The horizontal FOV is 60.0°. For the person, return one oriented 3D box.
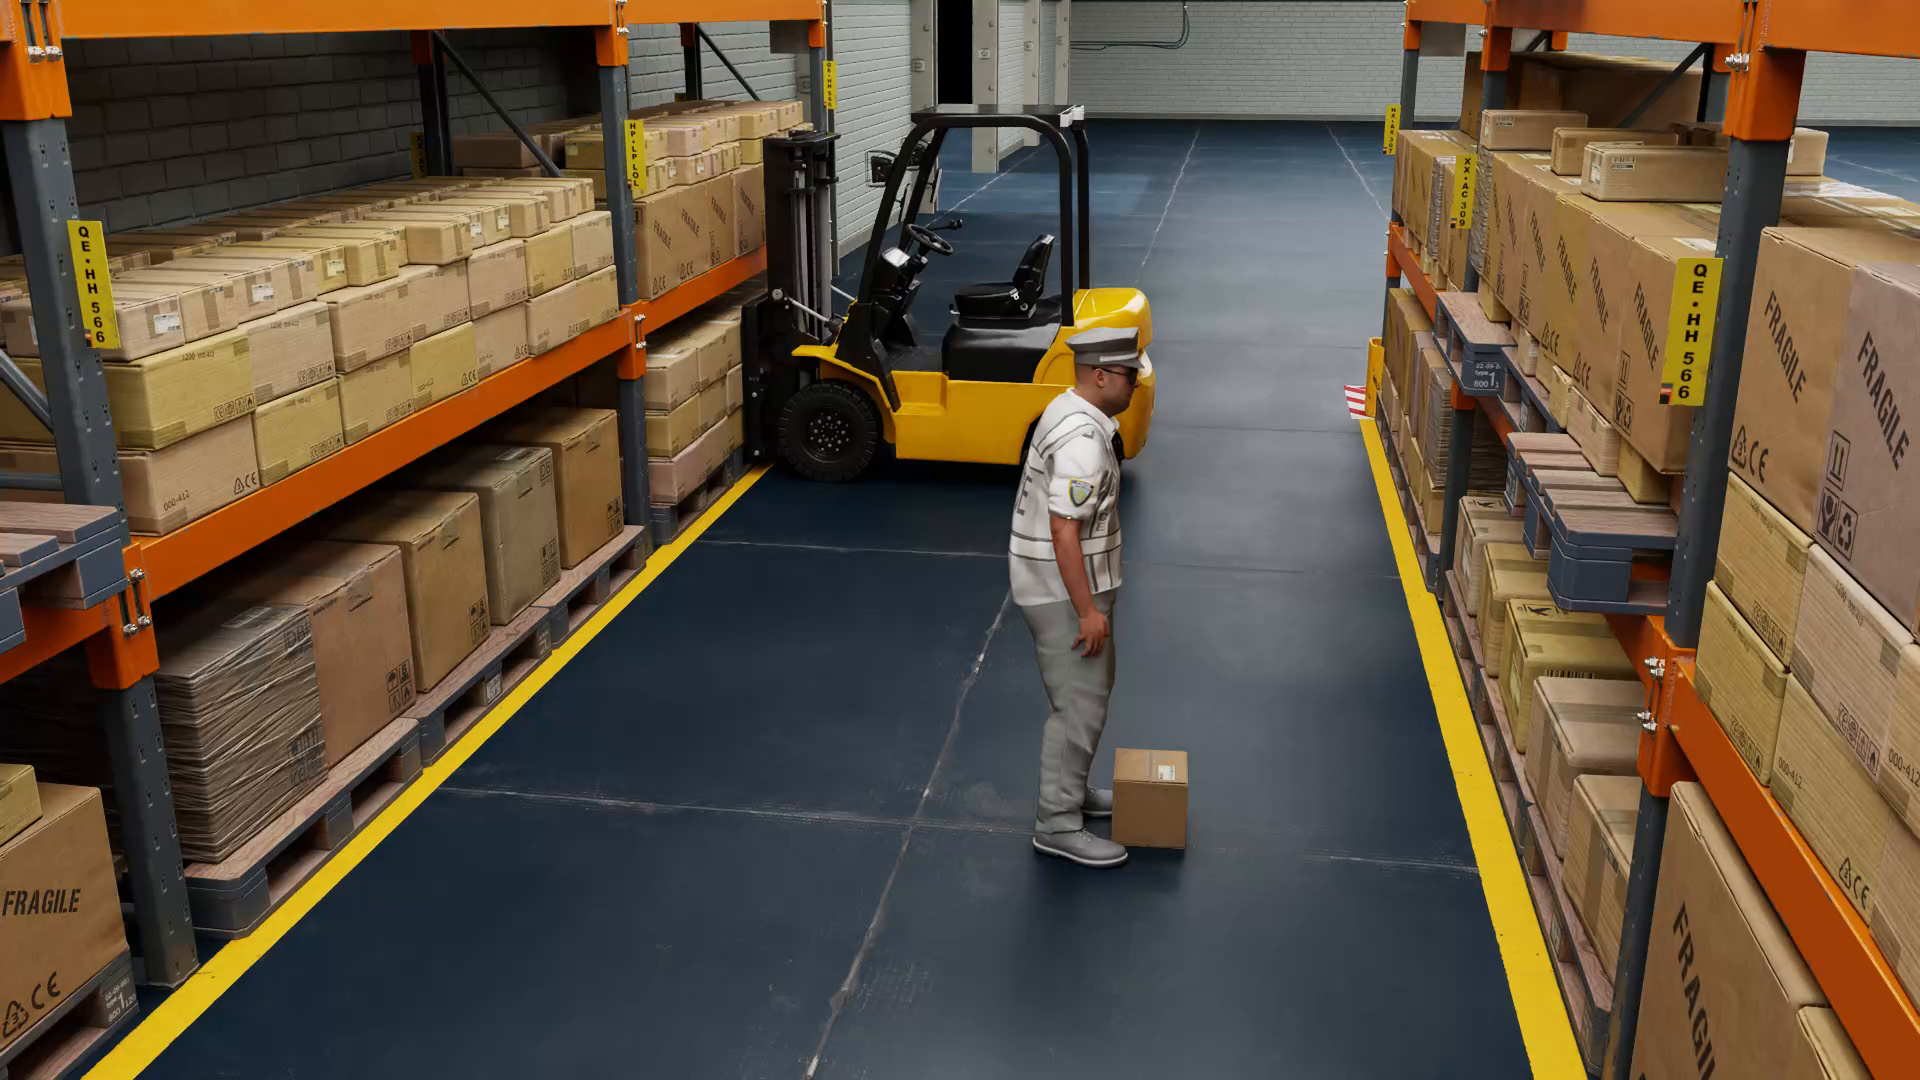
[{"bbox_3d":[0.379,0.162,5.532,0.429,1.749,0.606,2,18,6],"label":"person"}]
